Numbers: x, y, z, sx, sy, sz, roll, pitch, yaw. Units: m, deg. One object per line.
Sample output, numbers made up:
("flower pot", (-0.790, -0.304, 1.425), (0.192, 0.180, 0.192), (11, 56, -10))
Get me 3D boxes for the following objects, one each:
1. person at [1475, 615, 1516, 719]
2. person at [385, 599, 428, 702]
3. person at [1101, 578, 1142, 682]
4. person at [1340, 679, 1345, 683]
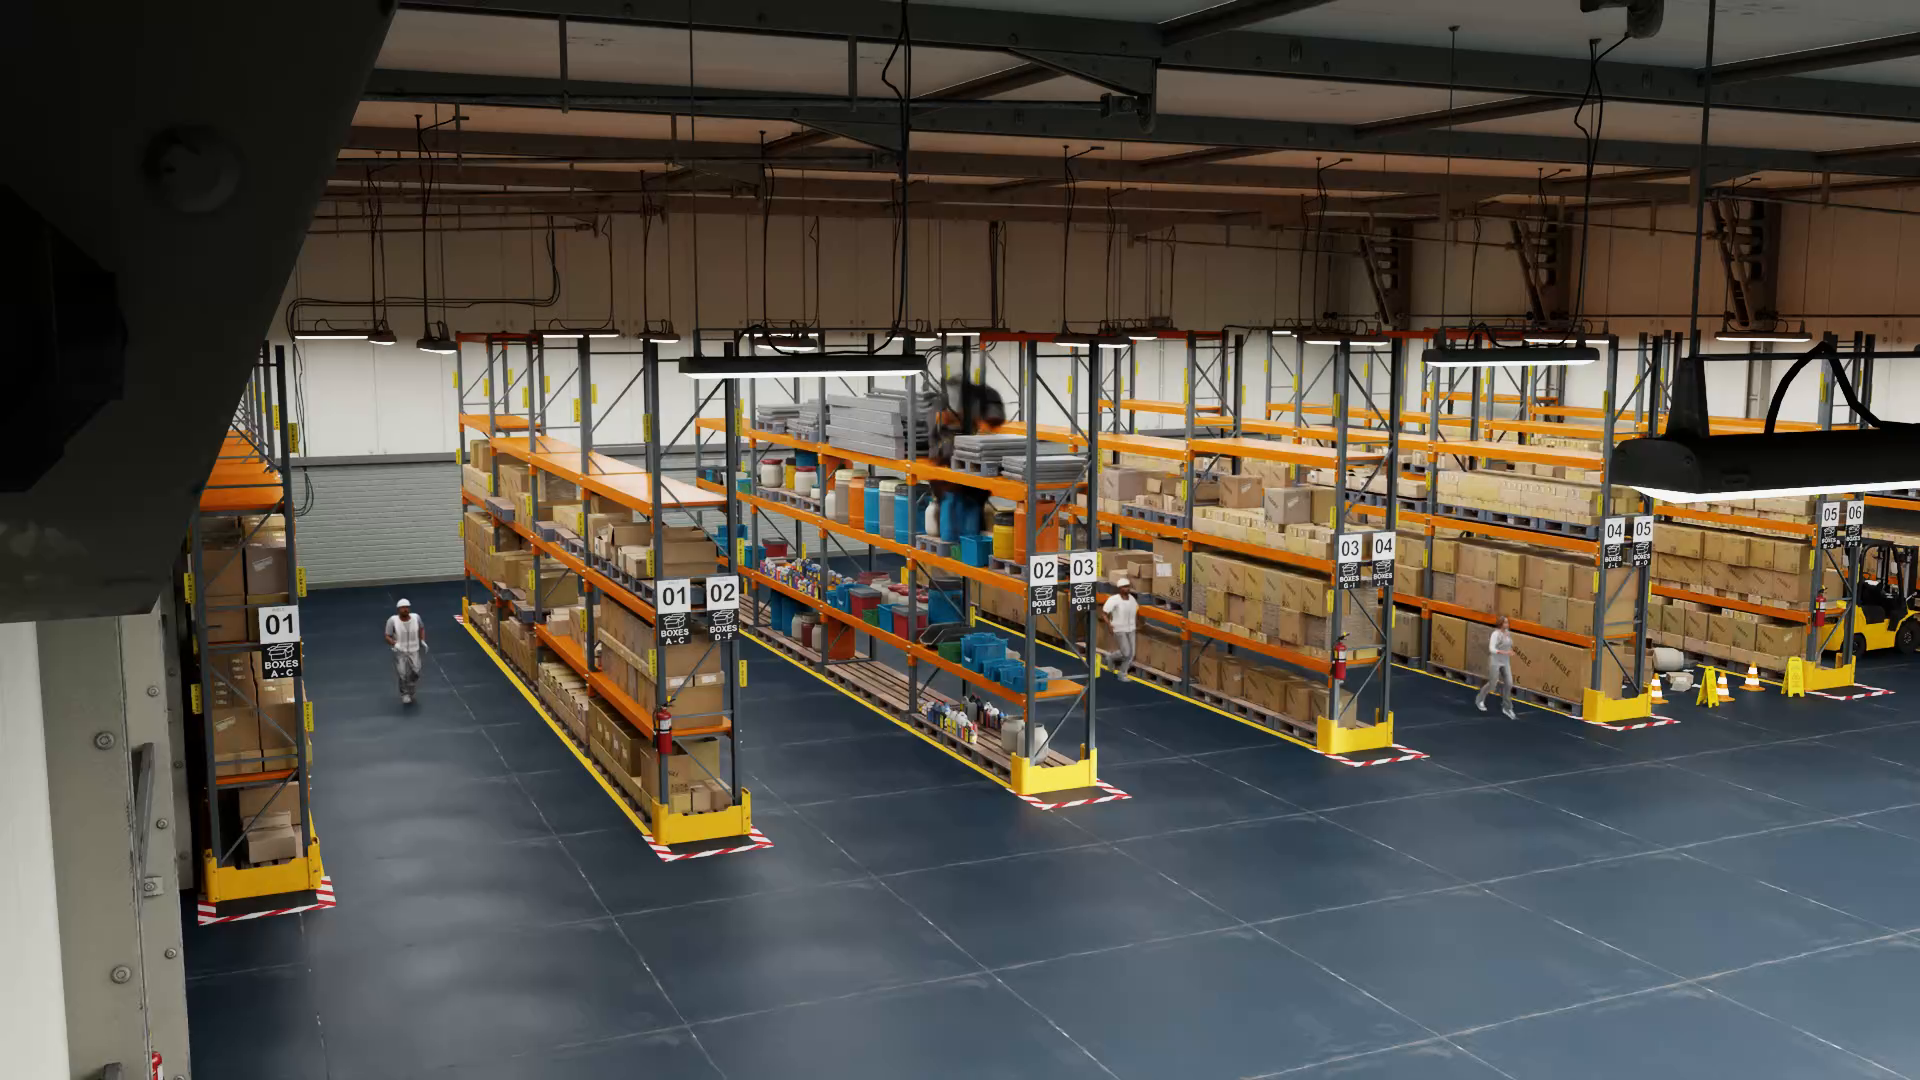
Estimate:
("person", (8.531, 1.993, 26.383), (0.555, 1.647, 0.725), (-5, 9, -33))
("person", (-9.034, 1.815, 27.193), (0.680, 1.727, 0.632), (-5, 9, -31))
("person", (2.703, 1.486, 27.499), (0.701, 1.726, 0.587), (-5, 9, -30))
("person", (6.636, 1.667, 28.590), (0.548, 1.637, 0.593), (-5, 9, -32))
